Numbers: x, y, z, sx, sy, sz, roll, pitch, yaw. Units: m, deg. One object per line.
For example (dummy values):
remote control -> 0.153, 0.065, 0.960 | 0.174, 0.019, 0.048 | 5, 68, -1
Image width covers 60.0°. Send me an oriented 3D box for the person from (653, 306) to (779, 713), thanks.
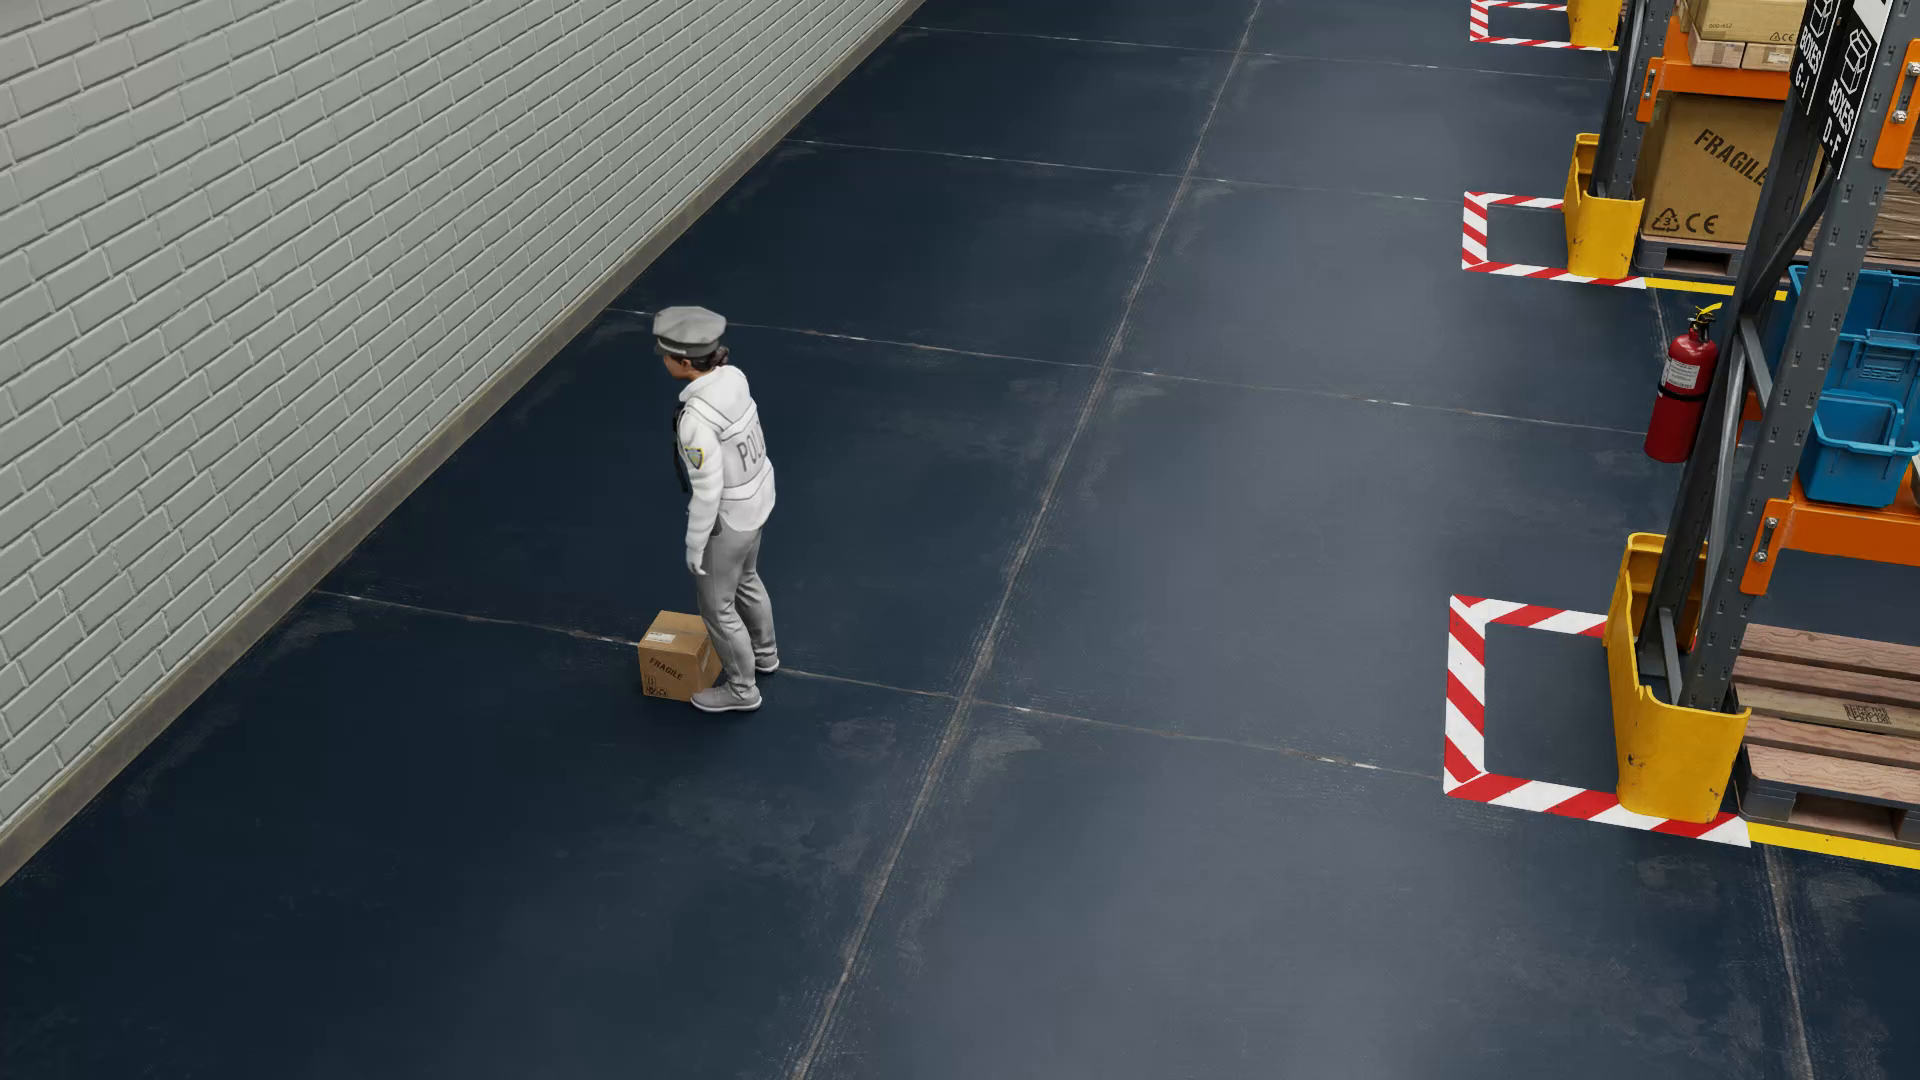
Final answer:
person -> -0.897, -0.090, 6.275 | 0.377, 1.663, 0.539 | 7, 34, 11
